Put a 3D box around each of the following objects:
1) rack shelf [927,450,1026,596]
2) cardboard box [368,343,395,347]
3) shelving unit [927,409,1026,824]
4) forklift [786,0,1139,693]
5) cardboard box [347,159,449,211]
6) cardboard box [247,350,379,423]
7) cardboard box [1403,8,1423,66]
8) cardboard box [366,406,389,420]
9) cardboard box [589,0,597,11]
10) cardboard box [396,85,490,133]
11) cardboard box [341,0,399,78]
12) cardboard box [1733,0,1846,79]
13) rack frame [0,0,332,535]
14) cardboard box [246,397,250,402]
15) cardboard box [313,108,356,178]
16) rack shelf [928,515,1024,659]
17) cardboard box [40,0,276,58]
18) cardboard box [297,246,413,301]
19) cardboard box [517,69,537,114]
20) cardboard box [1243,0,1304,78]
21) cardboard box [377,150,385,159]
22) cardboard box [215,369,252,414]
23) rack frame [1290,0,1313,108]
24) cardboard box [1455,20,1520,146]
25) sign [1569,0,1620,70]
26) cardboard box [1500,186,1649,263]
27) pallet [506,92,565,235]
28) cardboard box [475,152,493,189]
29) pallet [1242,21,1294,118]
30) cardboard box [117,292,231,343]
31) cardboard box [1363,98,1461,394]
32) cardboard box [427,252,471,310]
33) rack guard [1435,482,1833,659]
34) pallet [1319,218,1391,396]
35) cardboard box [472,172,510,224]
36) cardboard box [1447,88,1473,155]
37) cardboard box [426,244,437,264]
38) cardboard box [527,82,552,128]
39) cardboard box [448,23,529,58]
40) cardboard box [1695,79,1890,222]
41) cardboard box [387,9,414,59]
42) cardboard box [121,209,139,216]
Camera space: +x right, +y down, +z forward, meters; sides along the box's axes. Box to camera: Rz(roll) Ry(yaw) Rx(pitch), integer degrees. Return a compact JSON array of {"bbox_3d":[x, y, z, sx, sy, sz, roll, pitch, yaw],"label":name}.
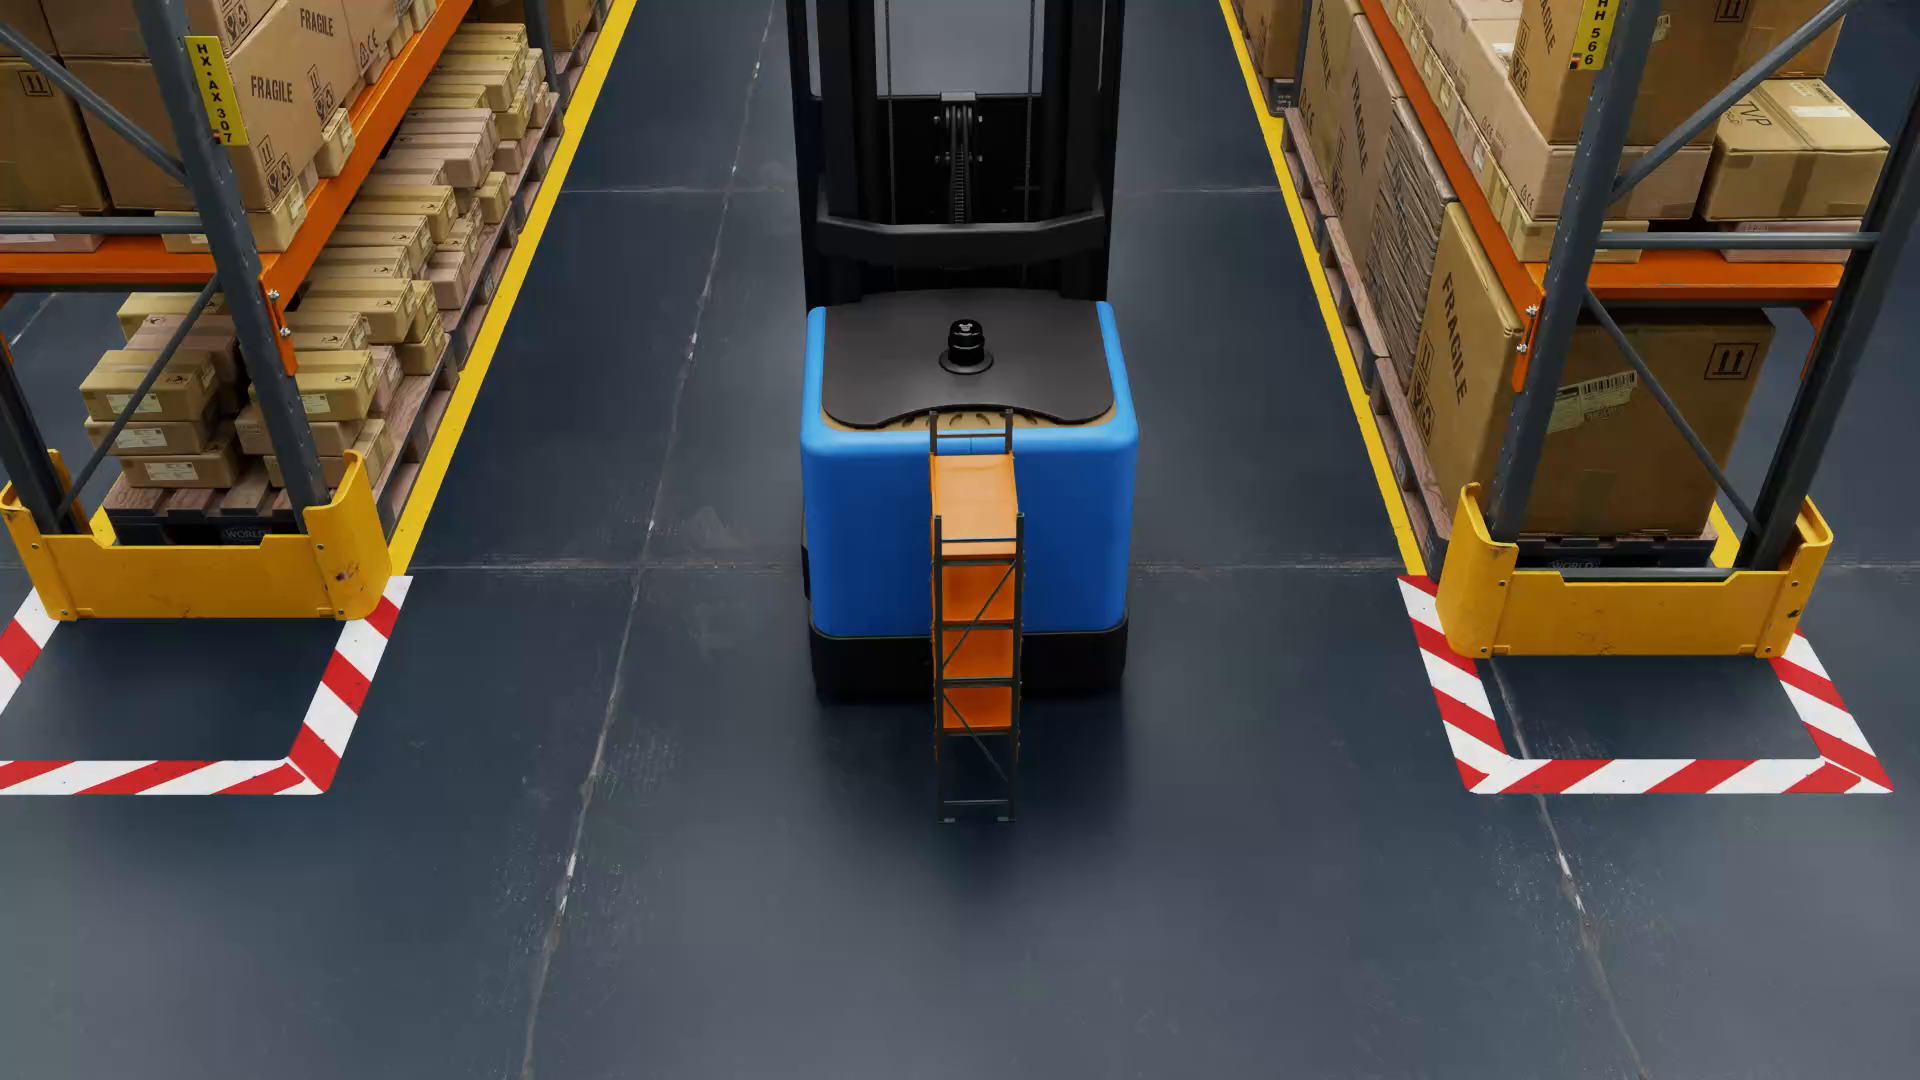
[{"bbox_3d":[0.042,-0.055,4.731,0.258,0.148,0.480,-1,39,-2],"label":"rack shelf"},{"bbox_3d":[-2.449,-0.764,6.511,0.380,0.149,0.250,0,39,1],"label":"cardboard box"},{"bbox_3d":[0.042,0.251,4.977,0.258,1.200,0.503,-1,39,-2],"label":"shelving unit"},{"bbox_3d":[-0.024,-1.537,5.824,1.130,2.935,3.031,-1,39,-2],"label":"forklift"},{"bbox_3d":[-2.450,-1.536,7.236,0.380,0.149,0.250,0,39,0],"label":"cardboard box"},{"bbox_3d":[-2.333,-0.556,6.013,0.380,0.149,0.250,-2,39,-2],"label":"cardboard box"},{"bbox_3d":[1.957,-1.965,6.504,0.380,0.149,0.250,1,39,1],"label":"cardboard box"},{"bbox_3d":[-2.435,-0.487,6.403,0.380,0.149,0.250,0,39,0],"label":"cardboard box"},{"bbox_3d":[-2.415,-3.427,9.791,0.500,0.500,0.500,2,39,2],"label":"cardboard box"},{"bbox_3d":[-2.446,-2.029,7.852,0.380,0.149,0.250,1,39,1],"label":"cardboard box"},{"bbox_3d":[-2.411,-2.022,6.056,0.500,0.500,0.500,0,39,1],"label":"cardboard box"},{"bbox_3d":[2.557,-1.848,5.440,0.500,0.500,0.500,-1,39,-1],"label":"cardboard box"},{"bbox_3d":[-2.672,-0.944,5.030,1.000,3.000,0.127,0,39,0],"label":"rack frame"},{"bbox_3d":[-2.897,-0.651,6.607,0.380,0.149,0.250,0,39,0],"label":"cardboard box"},{"bbox_3d":[-2.333,-1.377,5.770,0.380,0.149,0.250,-1,39,-1],"label":"cardboard box"},{"bbox_3d":[0.042,0.129,4.879,0.258,0.148,0.480,-1,39,-2],"label":"rack shelf"},{"bbox_3d":[-2.407,-1.771,4.943,0.500,0.500,0.500,0,39,0],"label":"cardboard box"},{"bbox_3d":[-2.409,-1.041,6.618,0.380,0.149,0.250,-2,39,-2],"label":"cardboard box"},{"bbox_3d":[-2.346,-2.247,8.362,0.380,0.149,0.250,-2,39,-2],"label":"cardboard box"},{"bbox_3d":[2.263,-3.121,9.109,1.225,0.875,0.875,0,39,0],"label":"cardboard box"},{"bbox_3d":[-2.896,-1.735,7.723,0.380,0.149,0.250,2,39,2],"label":"cardboard box"},{"bbox_3d":[-2.905,-0.605,6.313,0.380,0.149,0.250,-1,39,-1],"label":"cardboard box"},{"bbox_3d":[2.283,-3.386,8.077,1.000,3.000,0.127,0,39,0],"label":"rack frame"},{"bbox_3d":[2.022,-1.562,5.683,0.500,0.250,0.500,-1,39,-1],"label":"cardboard box"},{"bbox_3d":[1.745,-1.437,4.530,0.100,0.325,0.005,0,39,0],"label":"sign"},{"bbox_3d":[1.958,-1.009,5.312,0.380,0.149,0.250,1,39,1],"label":"cardboard box"},{"bbox_3d":[-2.641,-1.938,8.499,1.003,0.211,1.213,0,39,0],"label":"pallet"},{"bbox_3d":[-2.406,-1.764,7.758,0.380,0.149,0.250,1,39,1],"label":"cardboard box"},{"bbox_3d":[2.207,-2.781,9.551,1.003,0.211,1.213,0,39,0],"label":"pallet"},{"bbox_3d":[-2.996,-0.878,6.415,0.380,0.149,0.250,-1,39,-1],"label":"cardboard box"},{"bbox_3d":[2.206,-1.189,6.698,0.875,0.875,0.875,0,39,0],"label":"cardboard box"},{"bbox_3d":[-2.342,-1.118,7.190,0.380,0.149,0.250,-2,39,-2],"label":"cardboard box"},{"bbox_3d":[2.288,0.106,5.718,1.175,0.500,0.348,0,39,0],"label":"rack guard"},{"bbox_3d":[2.210,-1.058,7.401,1.003,0.211,1.213,0,39,0],"label":"pallet"},{"bbox_3d":[-2.334,-1.605,7.798,0.380,0.149,0.250,0,39,0],"label":"cardboard box"},{"bbox_3d":[1.958,-1.486,5.906,0.380,0.149,0.250,1,39,1],"label":"cardboard box"},{"bbox_3d":[-2.478,-1.260,7.130,0.380,0.149,0.250,2,39,2],"label":"cardboard box"},{"bbox_3d":[-2.336,-2.252,8.606,0.380,0.149,0.250,0,39,1],"label":"cardboard box"},{"bbox_3d":[-2.416,-2.507,8.448,0.380,0.149,0.250,1,39,1],"label":"cardboard box"},{"bbox_3d":[2.557,-1.243,5.284,0.500,0.250,0.500,-1,39,-1],"label":"cardboard box"},{"bbox_3d":[-2.398,-2.025,6.579,0.380,0.149,0.250,1,39,2],"label":"cardboard box"},{"bbox_3d":[-2.918,-1.206,5.557,0.380,0.149,0.250,0,39,0],"label":"cardboard box"}]
